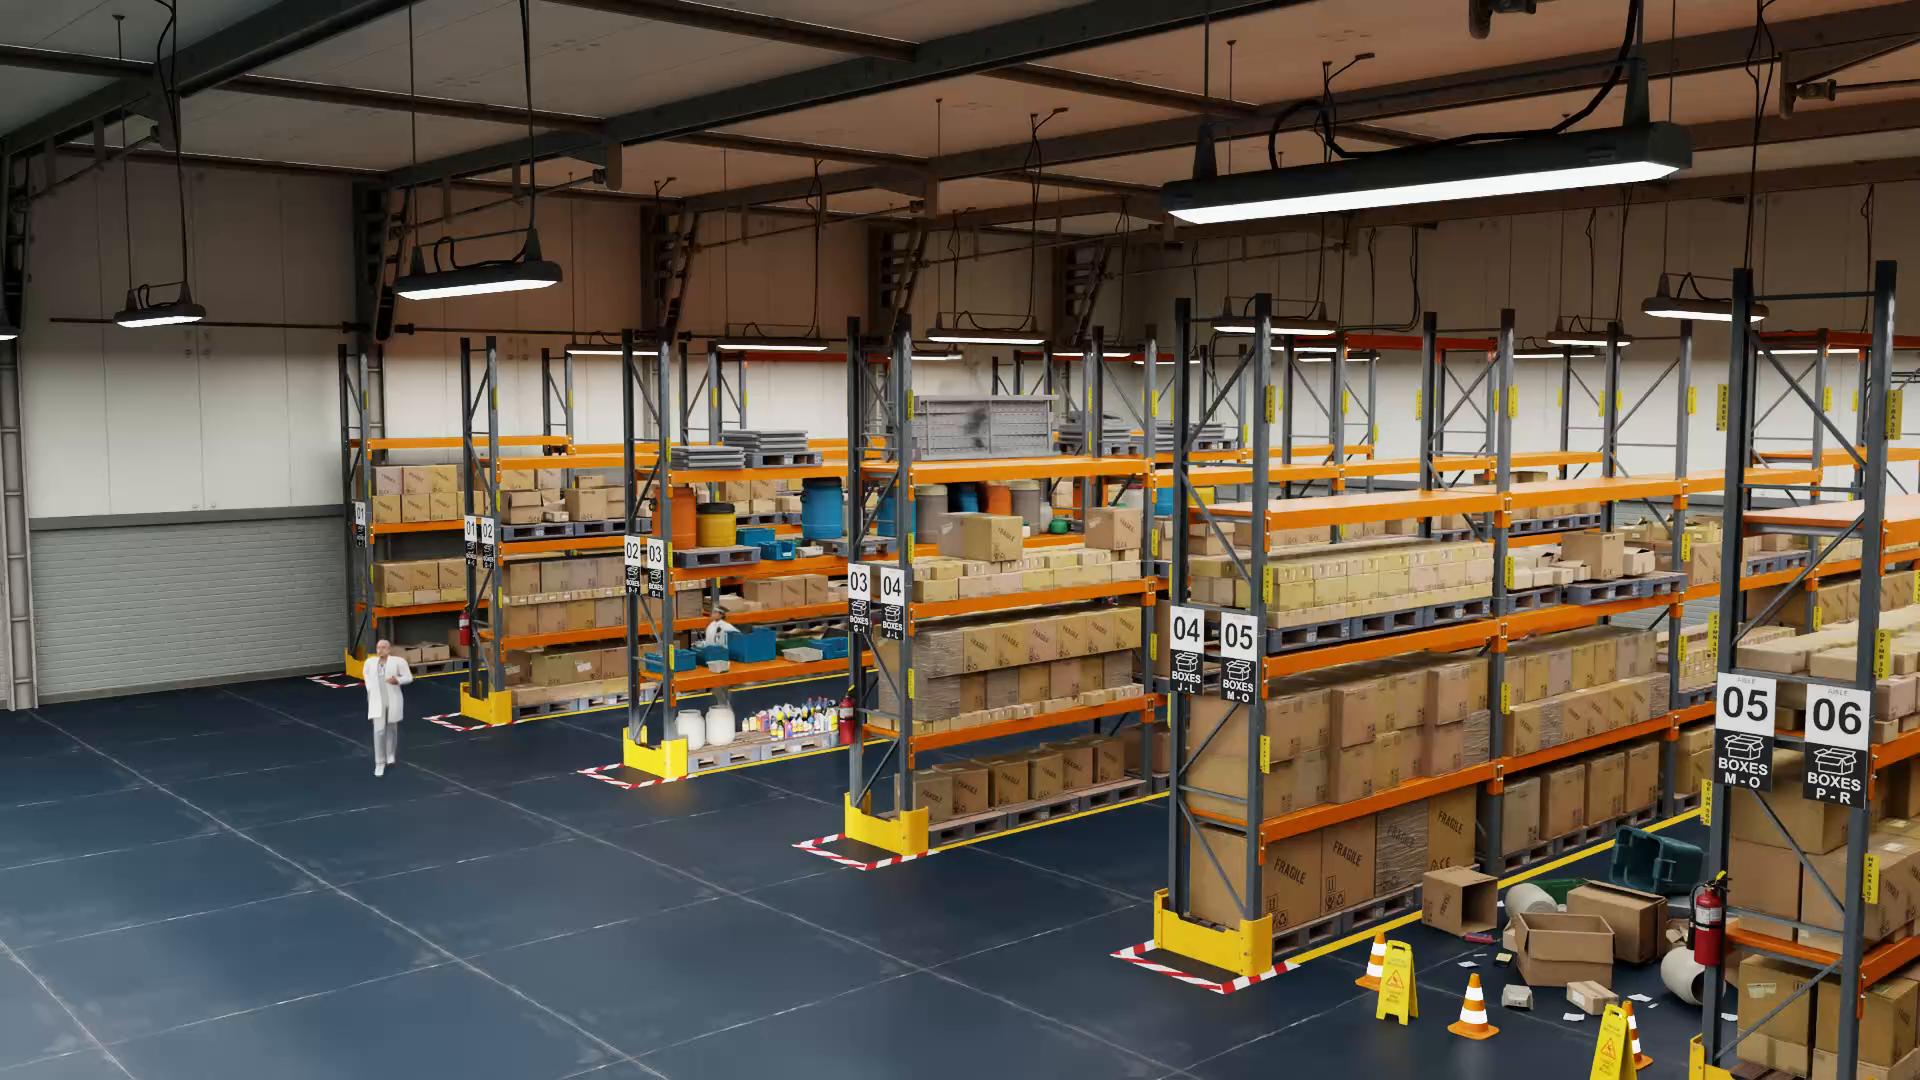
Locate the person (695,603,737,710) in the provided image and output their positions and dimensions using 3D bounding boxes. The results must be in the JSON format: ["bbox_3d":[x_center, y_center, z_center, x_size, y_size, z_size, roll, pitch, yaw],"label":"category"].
[{"bbox_3d":[-3.674,1.816,24.993,0.599,1.737,0.597,-5,7,-43],"label":"person"}]

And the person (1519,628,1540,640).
[{"bbox_3d":[8.485,2.049,24.728,0.665,1.768,0.985,5,7,45],"label":"person"}]

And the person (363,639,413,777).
[{"bbox_3d":[-7.792,2.261,22.662,0.669,1.852,0.866,-1,5,-13],"label":"person"}]
